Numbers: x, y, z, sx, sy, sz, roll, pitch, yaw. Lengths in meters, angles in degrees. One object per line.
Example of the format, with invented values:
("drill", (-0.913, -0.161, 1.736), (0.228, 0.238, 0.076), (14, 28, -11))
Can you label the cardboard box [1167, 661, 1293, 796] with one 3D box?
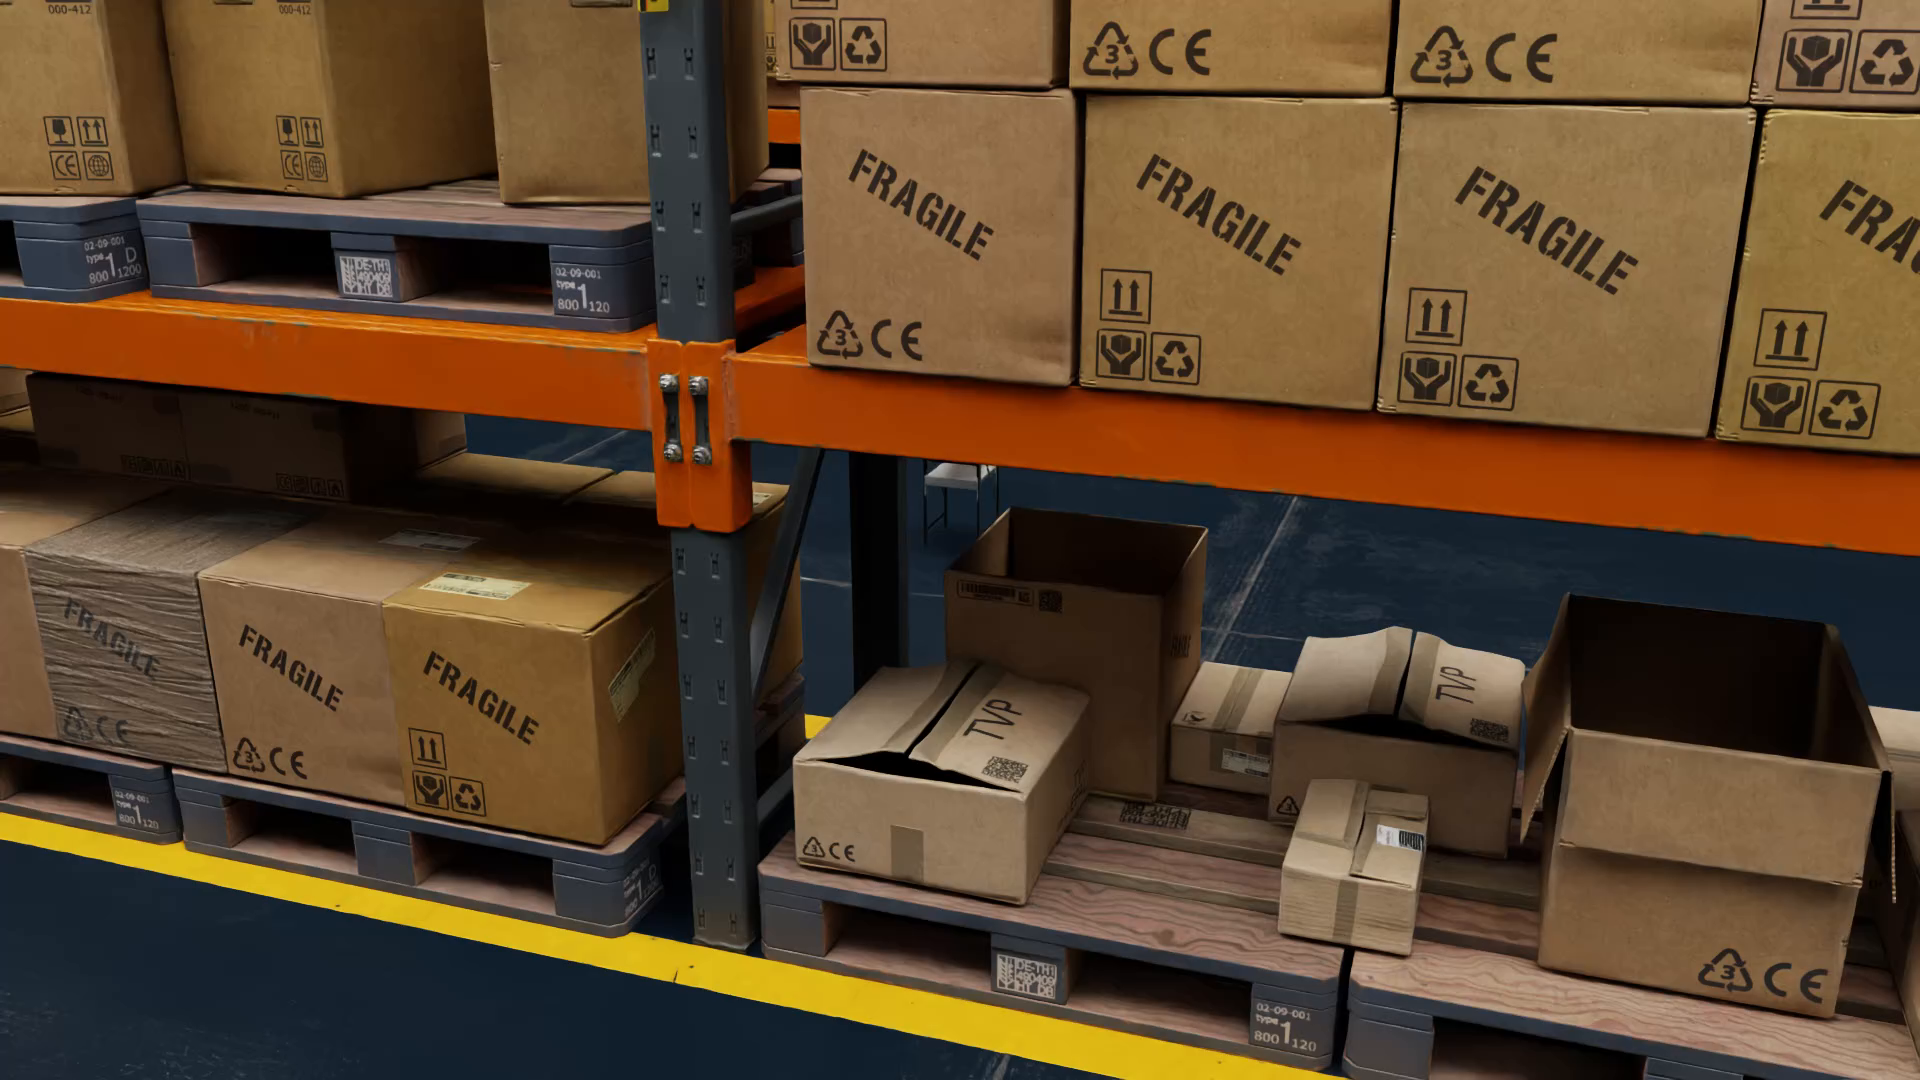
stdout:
("cardboard box", (0.654, 0.439, 3.922), (0.250, 0.149, 0.380), (7, 20, 18))

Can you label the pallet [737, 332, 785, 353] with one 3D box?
("pallet", (-0.639, -1.110, 8.939), (1.213, 0.211, 1.003), (7, 20, 18))

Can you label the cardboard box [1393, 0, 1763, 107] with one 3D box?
("cardboard box", (0.974, -0.964, 2.615), (0.500, 0.500, 0.500), (6, 20, 16))

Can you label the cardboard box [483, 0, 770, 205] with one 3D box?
("cardboard box", (-0.726, -1.061, 3.773), (0.500, 0.500, 0.700), (0, 19, 0))

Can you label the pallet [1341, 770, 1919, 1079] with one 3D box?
("pallet", (1.453, 0.828, 3.381), (1.213, 0.211, 1.003), (7, 20, 18))

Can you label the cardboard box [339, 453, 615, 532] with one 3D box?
("cardboard box", (-1.236, 0.096, 4.373), (0.500, 0.500, 0.500), (7, 20, 19))

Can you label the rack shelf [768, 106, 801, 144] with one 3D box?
("rack shelf", (-0.619, -2.112, 8.670), (4.000, 0.370, 1.077), (7, 20, 18))

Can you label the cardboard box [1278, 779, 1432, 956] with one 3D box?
("cardboard box", (0.794, 0.638, 3.324), (0.250, 0.166, 0.380), (7, 20, 18))

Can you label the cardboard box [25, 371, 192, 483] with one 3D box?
("cardboard box", (-2.147, -0.366, 4.560), (0.500, 0.250, 0.500), (6, 20, 17))

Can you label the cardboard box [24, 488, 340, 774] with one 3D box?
("cardboard box", (-1.850, 0.203, 4.065), (0.500, 0.500, 0.500), (7, 20, 19))

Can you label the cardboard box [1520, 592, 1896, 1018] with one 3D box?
("cardboard box", (1.425, 0.478, 3.273), (0.637, 0.503, 0.797), (7, 20, 18))

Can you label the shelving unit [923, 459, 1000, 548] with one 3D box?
("shelving unit", (0.008, -0.424, 5.926), (0.210, 0.900, 0.258), (7, 20, 18))

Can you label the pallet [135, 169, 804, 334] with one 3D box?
("pallet", (-1.071, -0.724, 3.888), (1.213, 0.211, 1.003), (7, 20, 18))

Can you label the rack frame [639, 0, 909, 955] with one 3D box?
("rack frame", (-0.352, -0.695, 3.512), (0.127, 3.000, 1.000), (7, 20, 18))

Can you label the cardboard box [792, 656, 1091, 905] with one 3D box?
("cardboard box", (-0.026, 0.480, 3.559), (0.500, 0.311, 0.500), (7, 20, 18))

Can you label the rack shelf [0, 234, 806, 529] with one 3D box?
("rack shelf", (-2.241, -0.571, 4.250), (4.000, 0.370, 1.077), (7, 20, 18))

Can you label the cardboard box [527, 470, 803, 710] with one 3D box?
("cardboard box", (-0.729, 0.150, 4.218), (0.500, 0.500, 0.500), (6, 20, 16))

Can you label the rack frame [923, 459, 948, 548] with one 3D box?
("rack frame", (-0.088, -0.435, 5.957), (0.006, 0.900, 0.240), (7, 20, 18))

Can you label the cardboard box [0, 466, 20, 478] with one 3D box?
("cardboard box", (-2.825, 0.094, 4.377), (0.500, 0.500, 0.500), (6, 20, 17))

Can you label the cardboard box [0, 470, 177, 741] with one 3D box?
("cardboard box", (-2.331, 0.149, 4.220), (0.500, 0.500, 0.500), (6, 20, 16))

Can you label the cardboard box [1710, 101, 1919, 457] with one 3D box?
("cardboard box", (1.478, -0.439, 2.625), (0.500, 0.500, 0.500), (6, 20, 17))

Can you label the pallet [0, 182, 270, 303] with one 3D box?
("pallet", (-2.292, -0.827, 4.184), (1.213, 0.211, 1.003), (7, 20, 18))

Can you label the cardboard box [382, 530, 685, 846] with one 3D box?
("cardboard box", (-0.912, 0.314, 3.748), (0.500, 0.500, 0.500), (6, 20, 18))

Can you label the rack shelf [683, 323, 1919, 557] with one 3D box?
("rack shelf", (1.538, -0.139, 3.010), (4.000, 0.370, 1.077), (7, 20, 18))

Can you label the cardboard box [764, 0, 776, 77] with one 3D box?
("cardboard box", (-0.679, -2.565, 8.244), (0.500, 0.500, 0.500), (7, 20, 20))

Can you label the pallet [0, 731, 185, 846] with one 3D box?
("pallet", (-2.289, 0.415, 4.566), (1.213, 0.211, 1.003), (7, 20, 18))

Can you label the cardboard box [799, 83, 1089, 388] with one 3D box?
("cardboard box", (0.040, -0.602, 3.094), (0.500, 0.500, 0.500), (7, 20, 19))

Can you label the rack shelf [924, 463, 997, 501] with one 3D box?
("rack shelf", (0.008, -0.223, 5.996), (0.200, 0.077, 0.258), (7, 20, 18))

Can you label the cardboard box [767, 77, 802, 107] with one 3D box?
("cardboard box", (-0.820, -2.288, 8.435), (0.250, 0.149, 0.380), (7, 20, 18))

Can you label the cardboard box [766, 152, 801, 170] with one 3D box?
("cardboard box", (-1.031, -1.634, 8.834), (0.750, 0.750, 0.750), (6, 20, 18))

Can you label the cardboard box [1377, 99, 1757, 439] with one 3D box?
("cardboard box", (0.997, -0.493, 2.782), (0.500, 0.500, 0.500), (6, 20, 18))

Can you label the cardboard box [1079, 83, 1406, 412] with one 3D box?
("cardboard box", (0.525, -0.548, 2.939), (0.500, 0.500, 0.500), (7, 20, 19))

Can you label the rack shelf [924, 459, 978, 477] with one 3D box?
("rack shelf", (0.008, -0.308, 5.966), (0.200, 0.077, 0.258), (7, 20, 18))

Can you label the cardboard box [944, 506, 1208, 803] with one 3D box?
("cardboard box", (0.280, 0.251, 3.927), (0.500, 0.500, 0.500), (7, 20, 18))

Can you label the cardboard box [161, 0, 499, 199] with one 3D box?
("cardboard box", (-1.396, -1.115, 3.929), (0.500, 0.500, 0.700), (10, 22, 27))

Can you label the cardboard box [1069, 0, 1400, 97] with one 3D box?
("cardboard box", (0.489, -1.020, 2.774), (0.500, 0.500, 0.500), (6, 20, 16))

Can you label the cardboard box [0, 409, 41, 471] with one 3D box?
("cardboard box", (-2.681, -0.070, 4.849), (0.500, 0.500, 0.500), (6, 20, 16))

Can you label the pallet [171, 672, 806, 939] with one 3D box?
("pallet", (-1.132, 0.546, 4.189), (1.213, 0.211, 1.003), (7, 20, 18))

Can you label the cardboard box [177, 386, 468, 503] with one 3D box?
("cardboard box", (-1.673, -0.312, 4.405), (0.500, 0.250, 0.500), (7, 20, 18))

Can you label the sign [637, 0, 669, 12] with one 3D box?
("sign", (-0.530, -1.068, 2.825), (0.005, 0.325, 0.100), (7, 20, 18))

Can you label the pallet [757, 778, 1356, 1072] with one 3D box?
("pallet", (0.297, 0.697, 3.757), (1.213, 0.211, 1.003), (7, 20, 18))

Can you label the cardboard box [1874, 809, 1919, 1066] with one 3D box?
("cardboard box", (1.945, 0.734, 2.922), (0.500, 0.250, 0.500), (7, 20, 18))

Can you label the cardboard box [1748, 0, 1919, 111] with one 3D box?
("cardboard box", (1.462, -0.909, 2.455), (0.500, 0.500, 0.500), (7, 20, 20))

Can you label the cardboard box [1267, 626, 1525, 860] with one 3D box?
("cardboard box", (0.988, 0.422, 3.726), (0.500, 0.311, 0.500), (7, 20, 18))

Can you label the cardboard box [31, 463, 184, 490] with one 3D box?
("cardboard box", (-2.183, -0.015, 4.692), (0.500, 0.500, 0.500), (6, 20, 16))

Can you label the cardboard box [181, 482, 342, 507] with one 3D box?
("cardboard box", (-1.706, 0.039, 4.535), (0.500, 0.500, 0.500), (7, 20, 19))

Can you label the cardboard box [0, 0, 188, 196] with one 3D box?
("cardboard box", (-2.041, -1.112, 3.919), (0.500, 0.500, 0.700), (1, 19, 4))

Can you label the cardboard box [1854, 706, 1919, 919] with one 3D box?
("cardboard box", (2.062, 0.573, 3.384), (0.500, 0.250, 0.500), (7, 20, 18))

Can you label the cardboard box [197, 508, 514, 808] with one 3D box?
("cardboard box", (-1.376, 0.258, 3.909), (0.500, 0.500, 0.500), (7, 20, 18))

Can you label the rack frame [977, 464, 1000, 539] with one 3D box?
("rack frame", (0.104, -0.413, 5.894), (0.006, 0.900, 0.240), (7, 20, 18))

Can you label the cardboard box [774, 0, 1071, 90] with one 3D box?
("cardboard box", (0.001, -1.076, 2.934), (0.500, 0.500, 0.500), (7, 20, 19))

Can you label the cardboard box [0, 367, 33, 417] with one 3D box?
("cardboard box", (-3.115, -0.475, 4.873), (0.500, 0.250, 0.500), (7, 21, 20))
